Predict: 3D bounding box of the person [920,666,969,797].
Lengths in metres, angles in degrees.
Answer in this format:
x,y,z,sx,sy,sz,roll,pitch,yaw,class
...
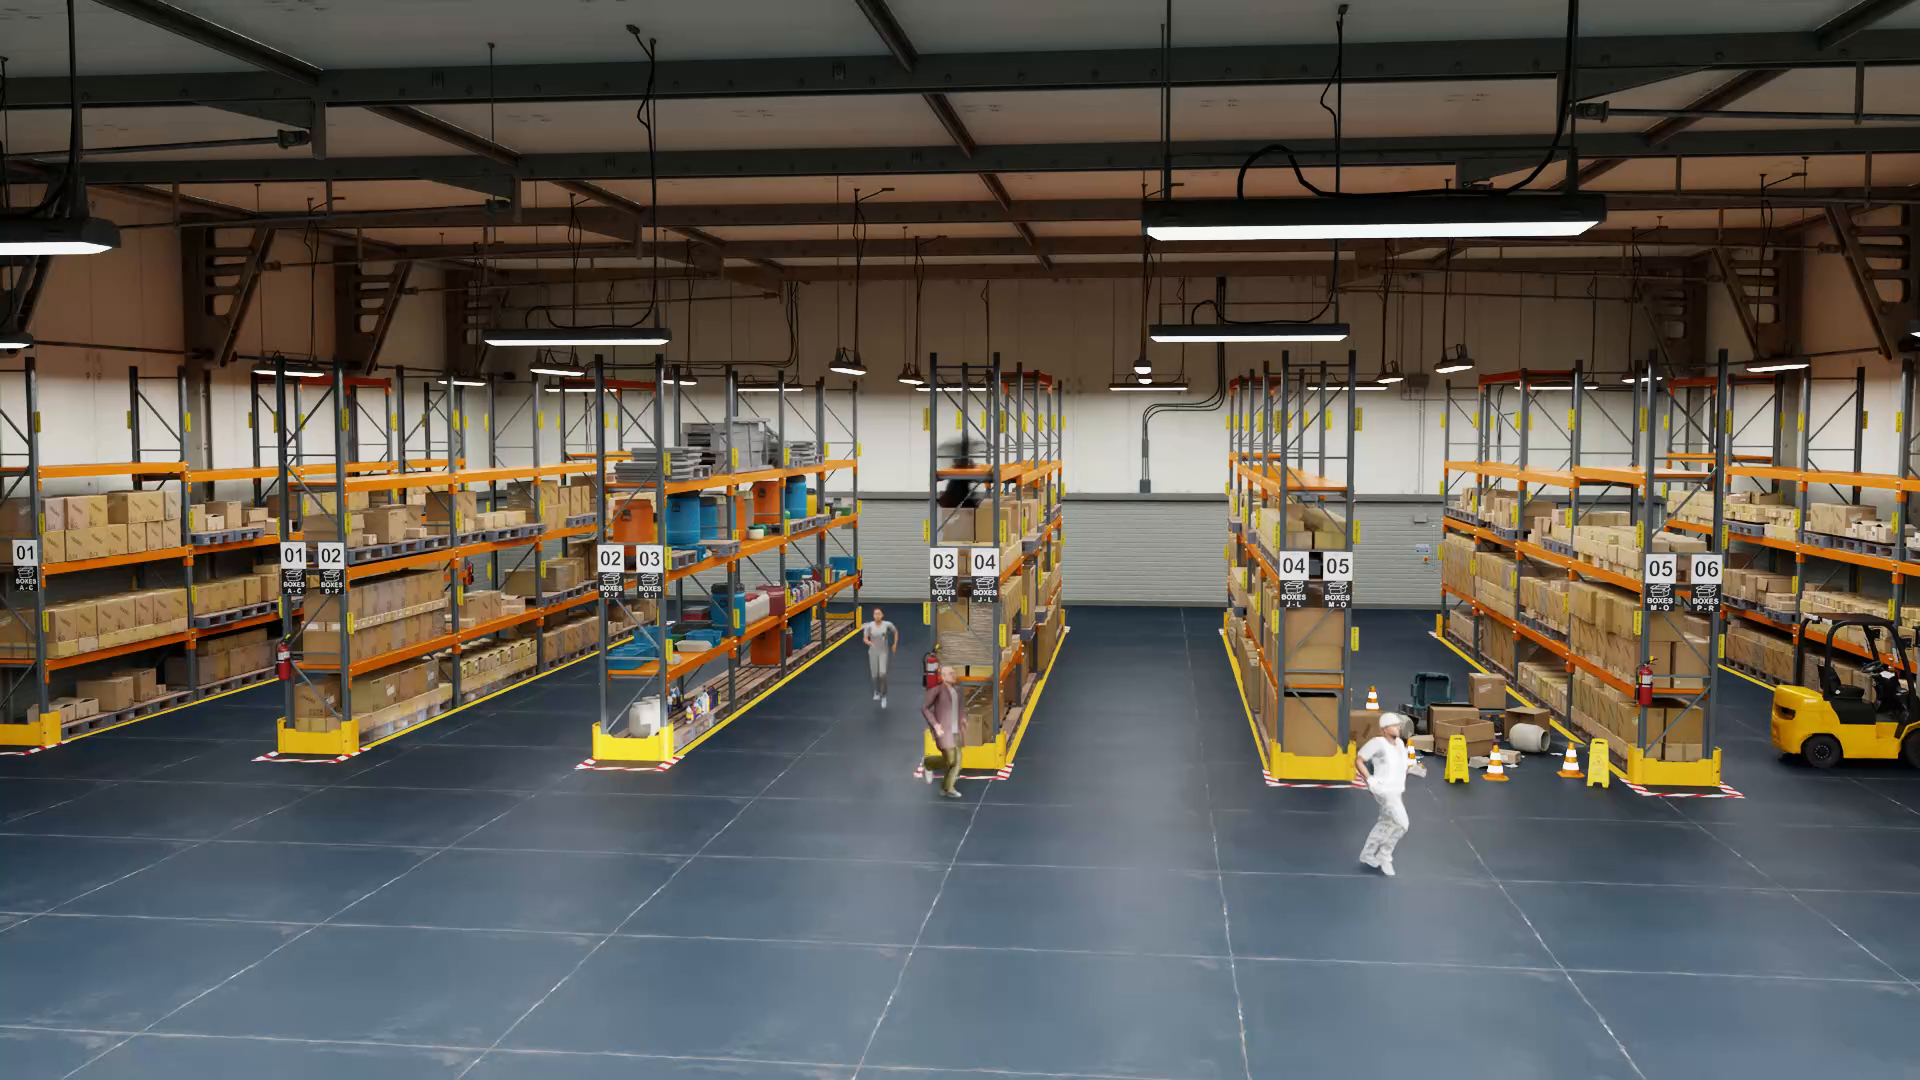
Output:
x,y,z,sx,sy,sz,roll,pitch,yaw,class
-0.193,2.559,22.299,0.721,1.740,0.677,-4,6,-44,person

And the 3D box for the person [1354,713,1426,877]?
x,y,z,sx,sy,sz,roll,pitch,yaw,class
4.774,2.818,18.442,0.729,1.807,0.655,3,5,40,person

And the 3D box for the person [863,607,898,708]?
x,y,z,sx,sy,sz,roll,pitch,yaw,class
-1.368,1.995,28.437,0.580,1.719,0.715,0,4,4,person
